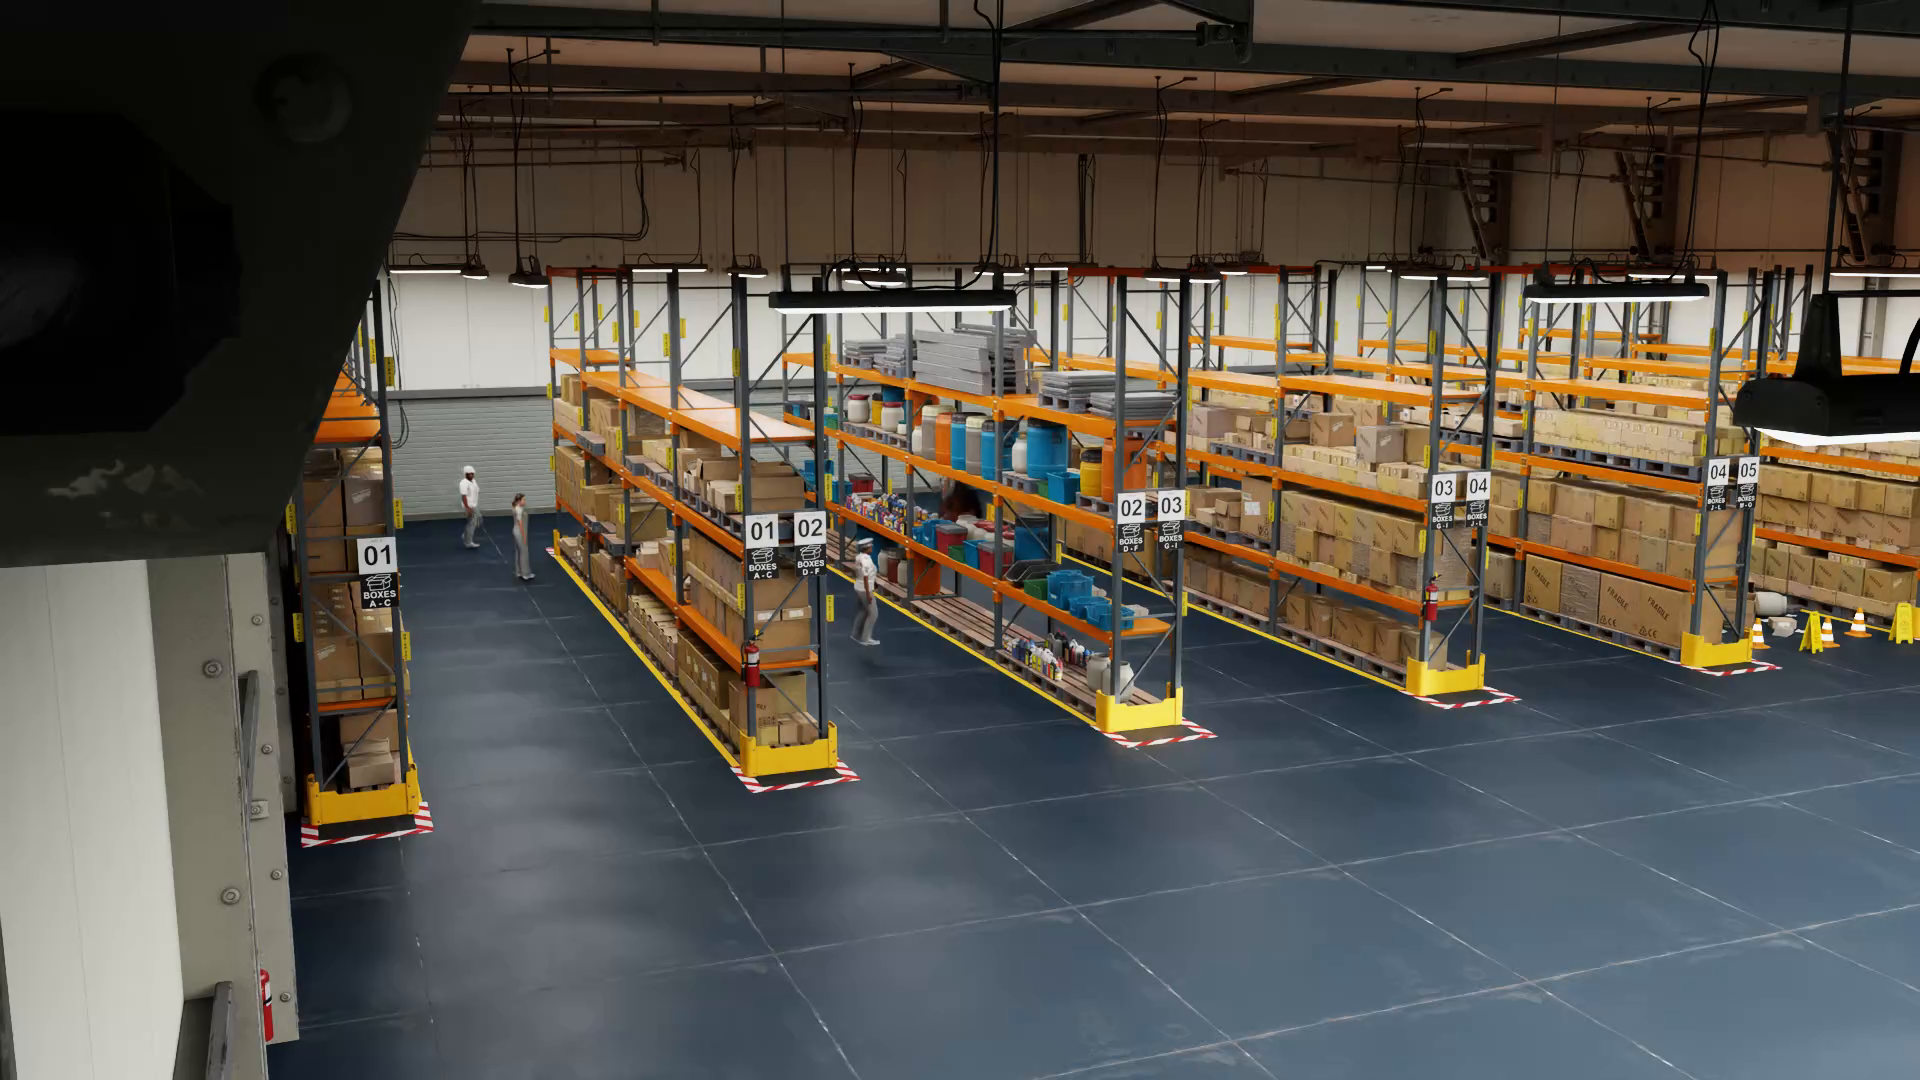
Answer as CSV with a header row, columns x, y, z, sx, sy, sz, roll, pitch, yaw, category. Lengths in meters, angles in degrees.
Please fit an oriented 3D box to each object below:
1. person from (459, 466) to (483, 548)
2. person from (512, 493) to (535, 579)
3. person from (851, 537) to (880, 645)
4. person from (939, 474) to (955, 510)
x,y,z,sx,sy,sz,roll,pitch,yaw,category
-10.468,-0.718,35.564,0.472,1.758,0.583,-2,10,-13,person
-8.477,-0.089,32.268,0.391,1.677,0.495,-4,11,-24,person
-1.467,0.827,25.696,0.423,1.737,0.541,-2,10,-11,person
-0.293,-1.217,38.478,0.409,1.765,0.550,0,10,-1,person
